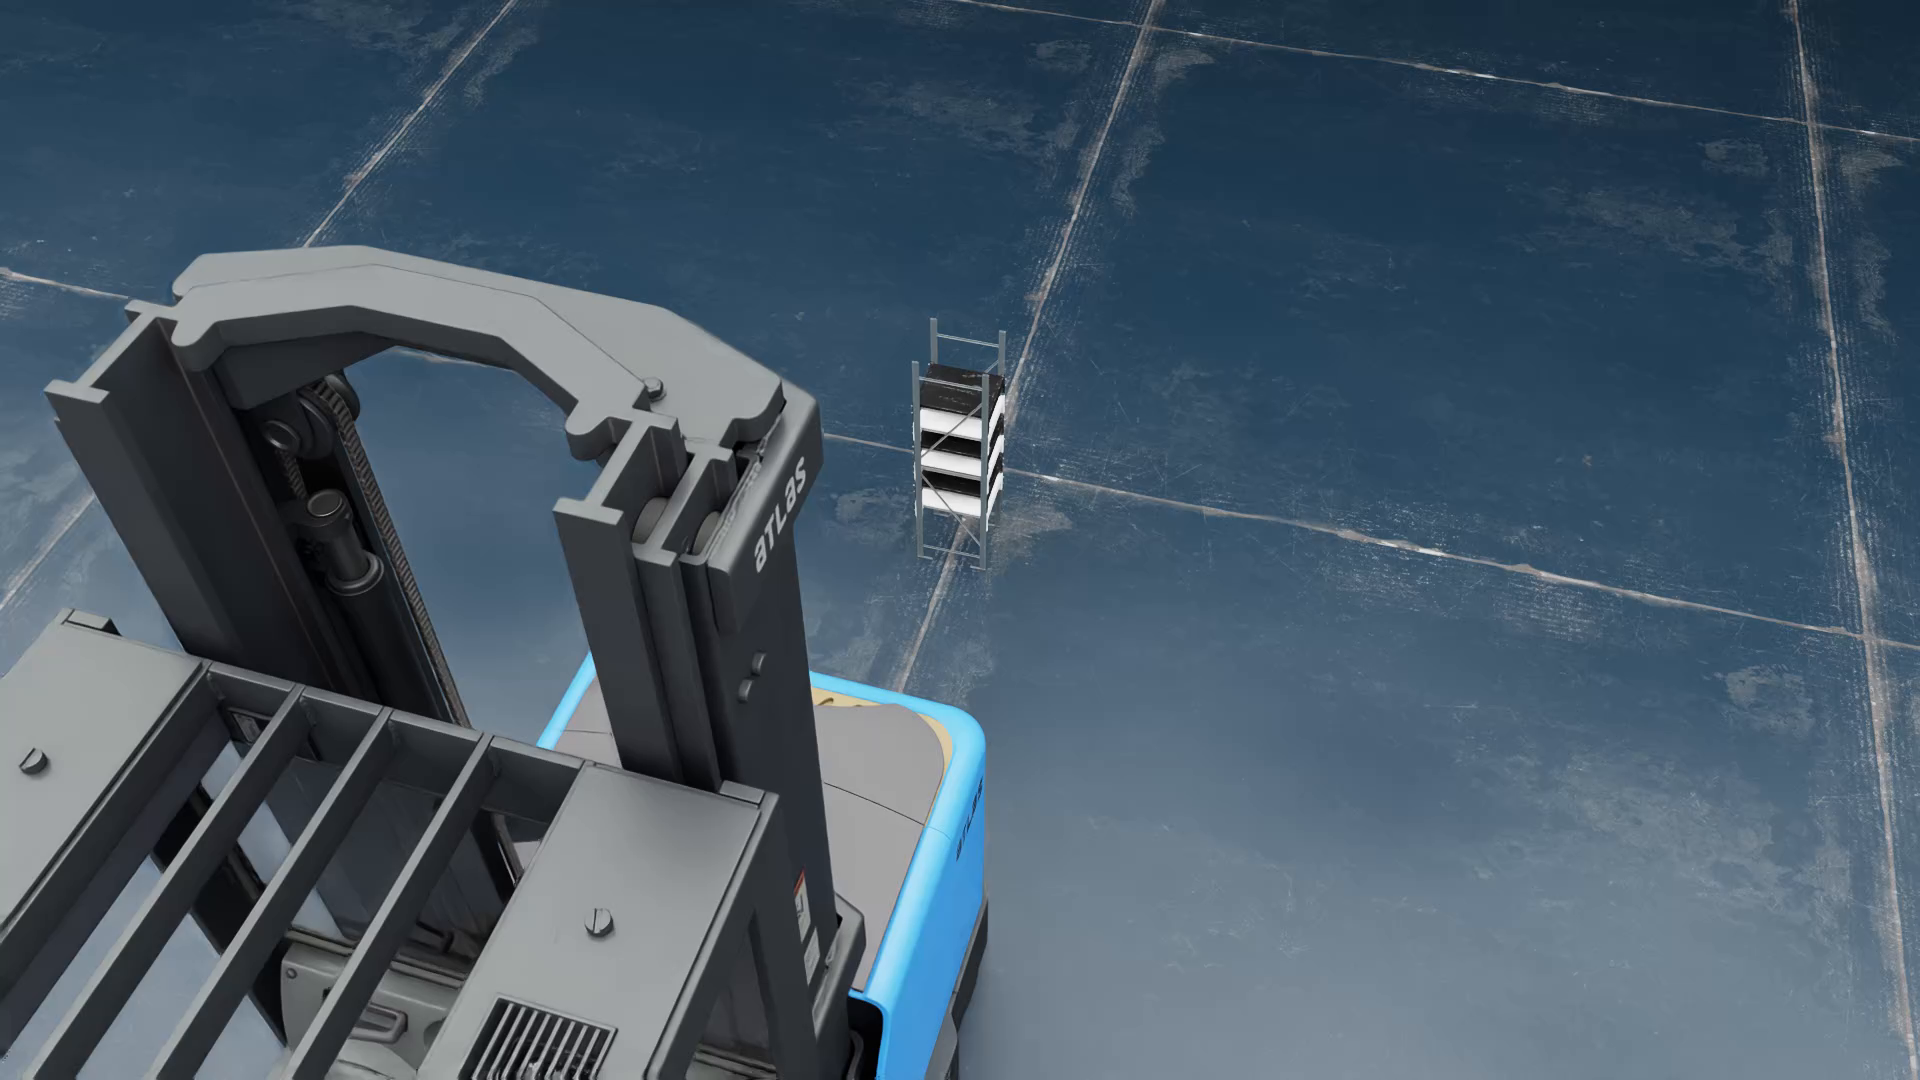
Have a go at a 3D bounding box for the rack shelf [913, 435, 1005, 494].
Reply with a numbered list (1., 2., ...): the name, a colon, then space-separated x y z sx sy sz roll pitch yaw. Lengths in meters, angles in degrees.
1. rack shelf: -0.002 -0.270 5.432 0.258 0.077 0.200 12 50 10

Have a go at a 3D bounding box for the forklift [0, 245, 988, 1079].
1. forklift: -0.838 1.109 2.816 1.130 2.935 3.031 13 50 11

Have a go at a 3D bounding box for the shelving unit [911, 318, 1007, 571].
1. shelving unit: -0.002 -0.292 5.407 0.258 0.900 0.210 12 50 10

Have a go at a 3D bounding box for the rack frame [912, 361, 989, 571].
1. rack frame: -0.029 -0.218 5.343 0.240 0.900 0.006 12 50 10

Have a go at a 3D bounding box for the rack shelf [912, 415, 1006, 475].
1. rack shelf: -0.002 -0.329 5.365 0.258 0.077 0.200 12 50 10

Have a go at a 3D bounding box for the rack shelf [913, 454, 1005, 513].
1. rack shelf: -0.002 -0.210 5.500 0.258 0.077 0.200 12 50 10

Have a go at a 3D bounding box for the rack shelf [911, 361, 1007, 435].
1. rack shelf: -0.002 -0.449 5.230 0.258 0.077 0.200 12 50 10

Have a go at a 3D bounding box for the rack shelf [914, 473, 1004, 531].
1. rack shelf: -0.002 -0.151 5.567 0.258 0.077 0.200 12 50 10

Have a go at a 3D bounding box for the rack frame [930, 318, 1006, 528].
1. rack frame: 0.025 -0.365 5.472 0.240 0.900 0.006 12 50 10

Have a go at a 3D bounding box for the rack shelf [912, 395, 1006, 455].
1. rack shelf: -0.002 -0.389 5.297 0.258 0.077 0.200 12 50 10
